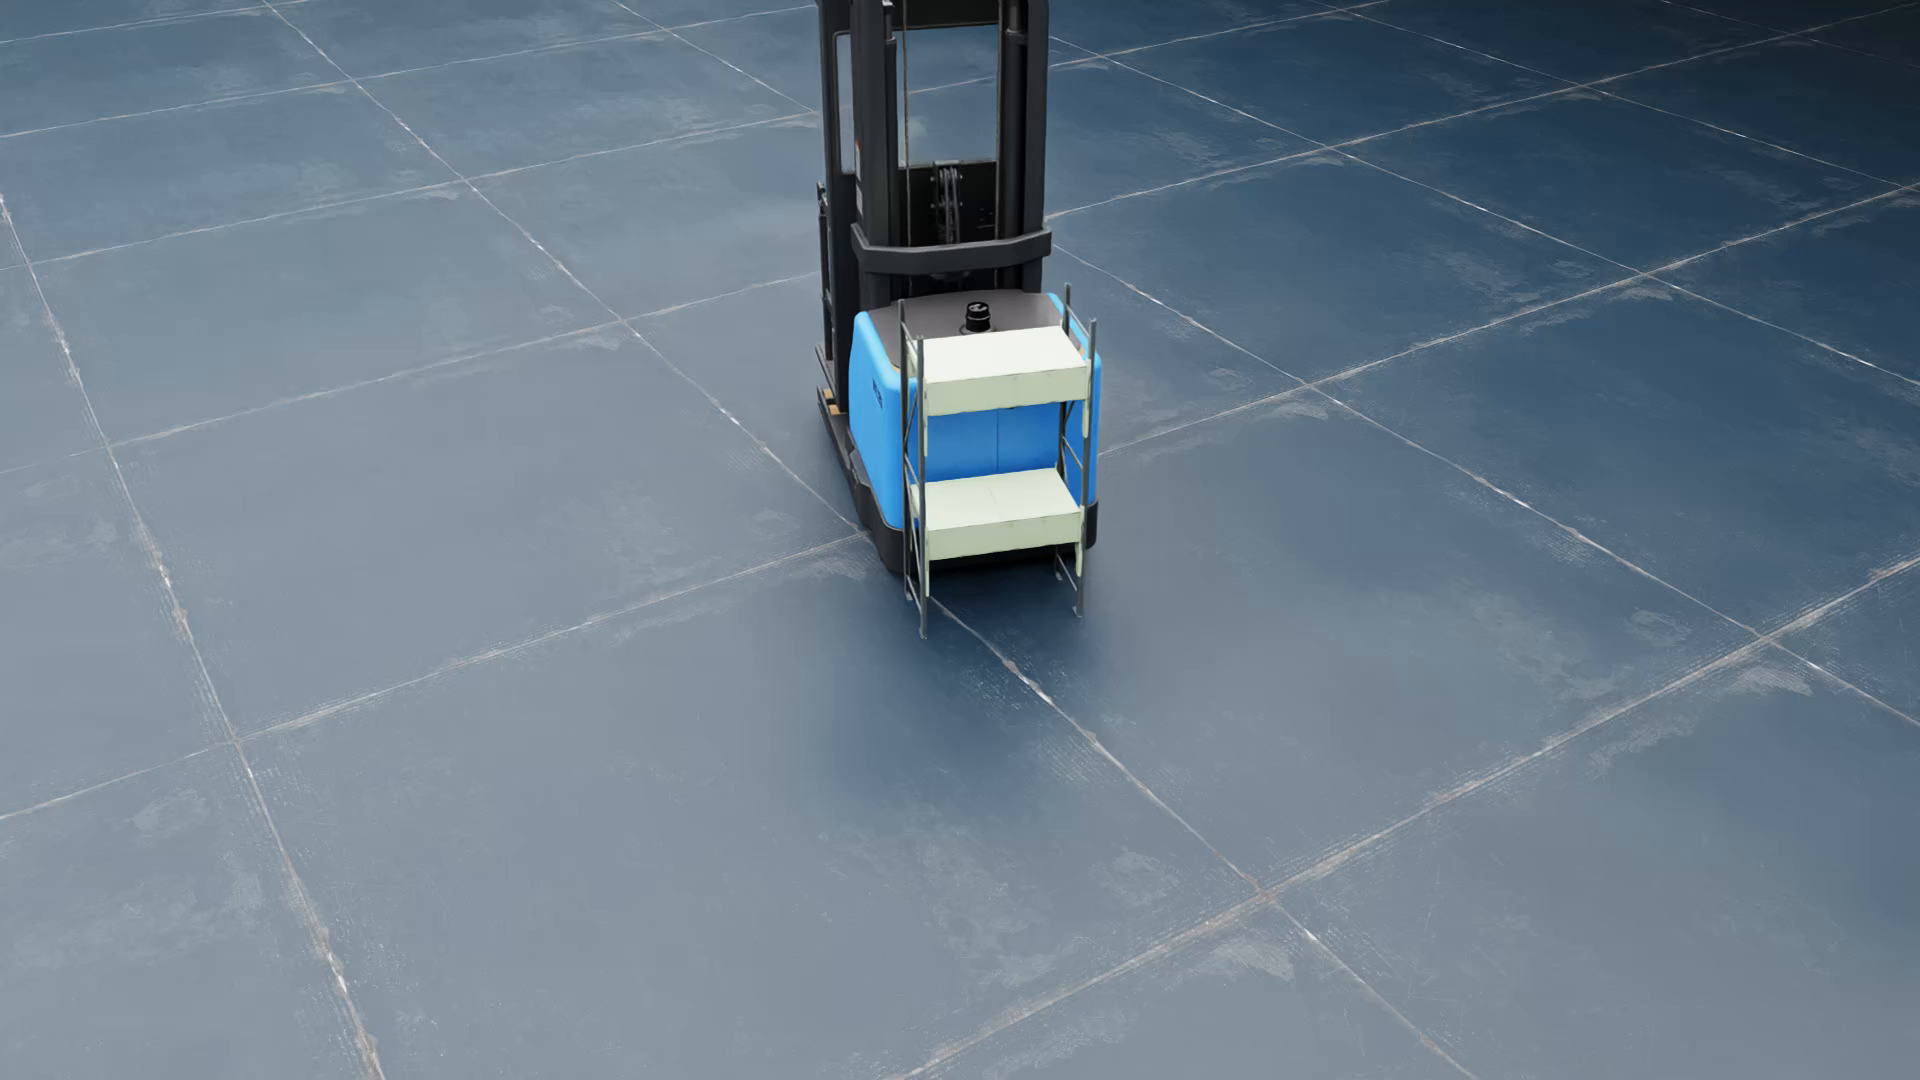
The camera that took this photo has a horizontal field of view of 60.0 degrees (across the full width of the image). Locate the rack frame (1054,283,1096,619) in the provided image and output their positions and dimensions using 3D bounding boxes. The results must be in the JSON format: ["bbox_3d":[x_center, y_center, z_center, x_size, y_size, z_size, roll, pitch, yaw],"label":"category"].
[{"bbox_3d":[0.508,-0.375,7.439,0.023,1.500,0.400,-7,33,-11],"label":"rack frame"}]

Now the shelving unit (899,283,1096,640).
[{"bbox_3d":[0.152,-0.330,7.367,0.755,1.500,0.431,-7,33,-11],"label":"shelving unit"}]

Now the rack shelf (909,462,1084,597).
[{"bbox_3d":[0.152,-0.054,7.541,0.720,0.370,0.431,-7,33,-11],"label":"rack shelf"}]

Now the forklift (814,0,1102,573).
[{"bbox_3d":[-0.177,-1.859,8.450,1.130,2.935,3.031,-7,33,-11],"label":"forklift"}]

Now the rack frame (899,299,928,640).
[{"bbox_3d":[-0.204,-0.284,7.295,0.023,1.500,0.400,-7,33,-11],"label":"rack frame"}]

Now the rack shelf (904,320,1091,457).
[{"bbox_3d":[0.152,-0.660,7.158,0.720,0.370,0.431,-7,33,-11],"label":"rack shelf"}]
